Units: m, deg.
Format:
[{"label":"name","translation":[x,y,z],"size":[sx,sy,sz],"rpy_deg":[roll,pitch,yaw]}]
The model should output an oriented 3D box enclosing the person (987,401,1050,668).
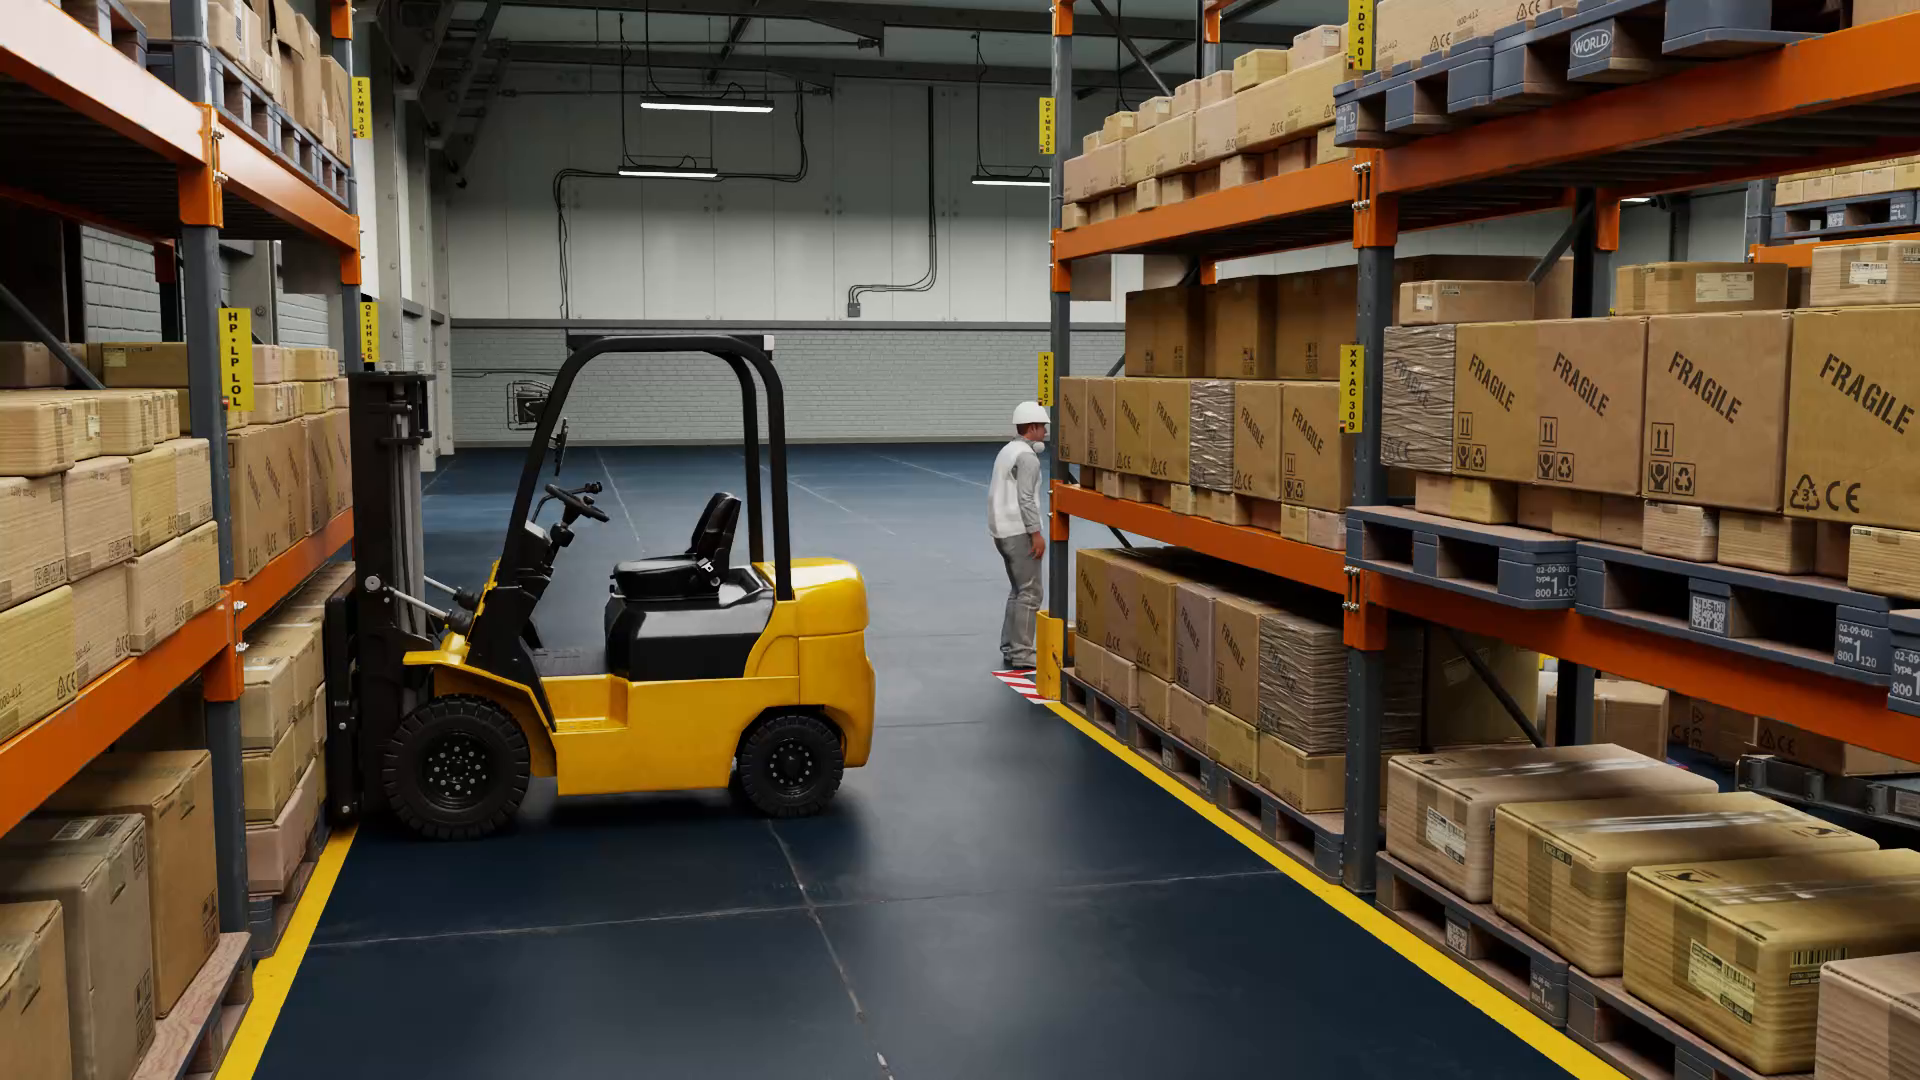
[{"label":"person","translation":[0.423,-0.049,11.268],"size":[0.457,1.773,0.593],"rpy_deg":[-1,6,-11]}]
